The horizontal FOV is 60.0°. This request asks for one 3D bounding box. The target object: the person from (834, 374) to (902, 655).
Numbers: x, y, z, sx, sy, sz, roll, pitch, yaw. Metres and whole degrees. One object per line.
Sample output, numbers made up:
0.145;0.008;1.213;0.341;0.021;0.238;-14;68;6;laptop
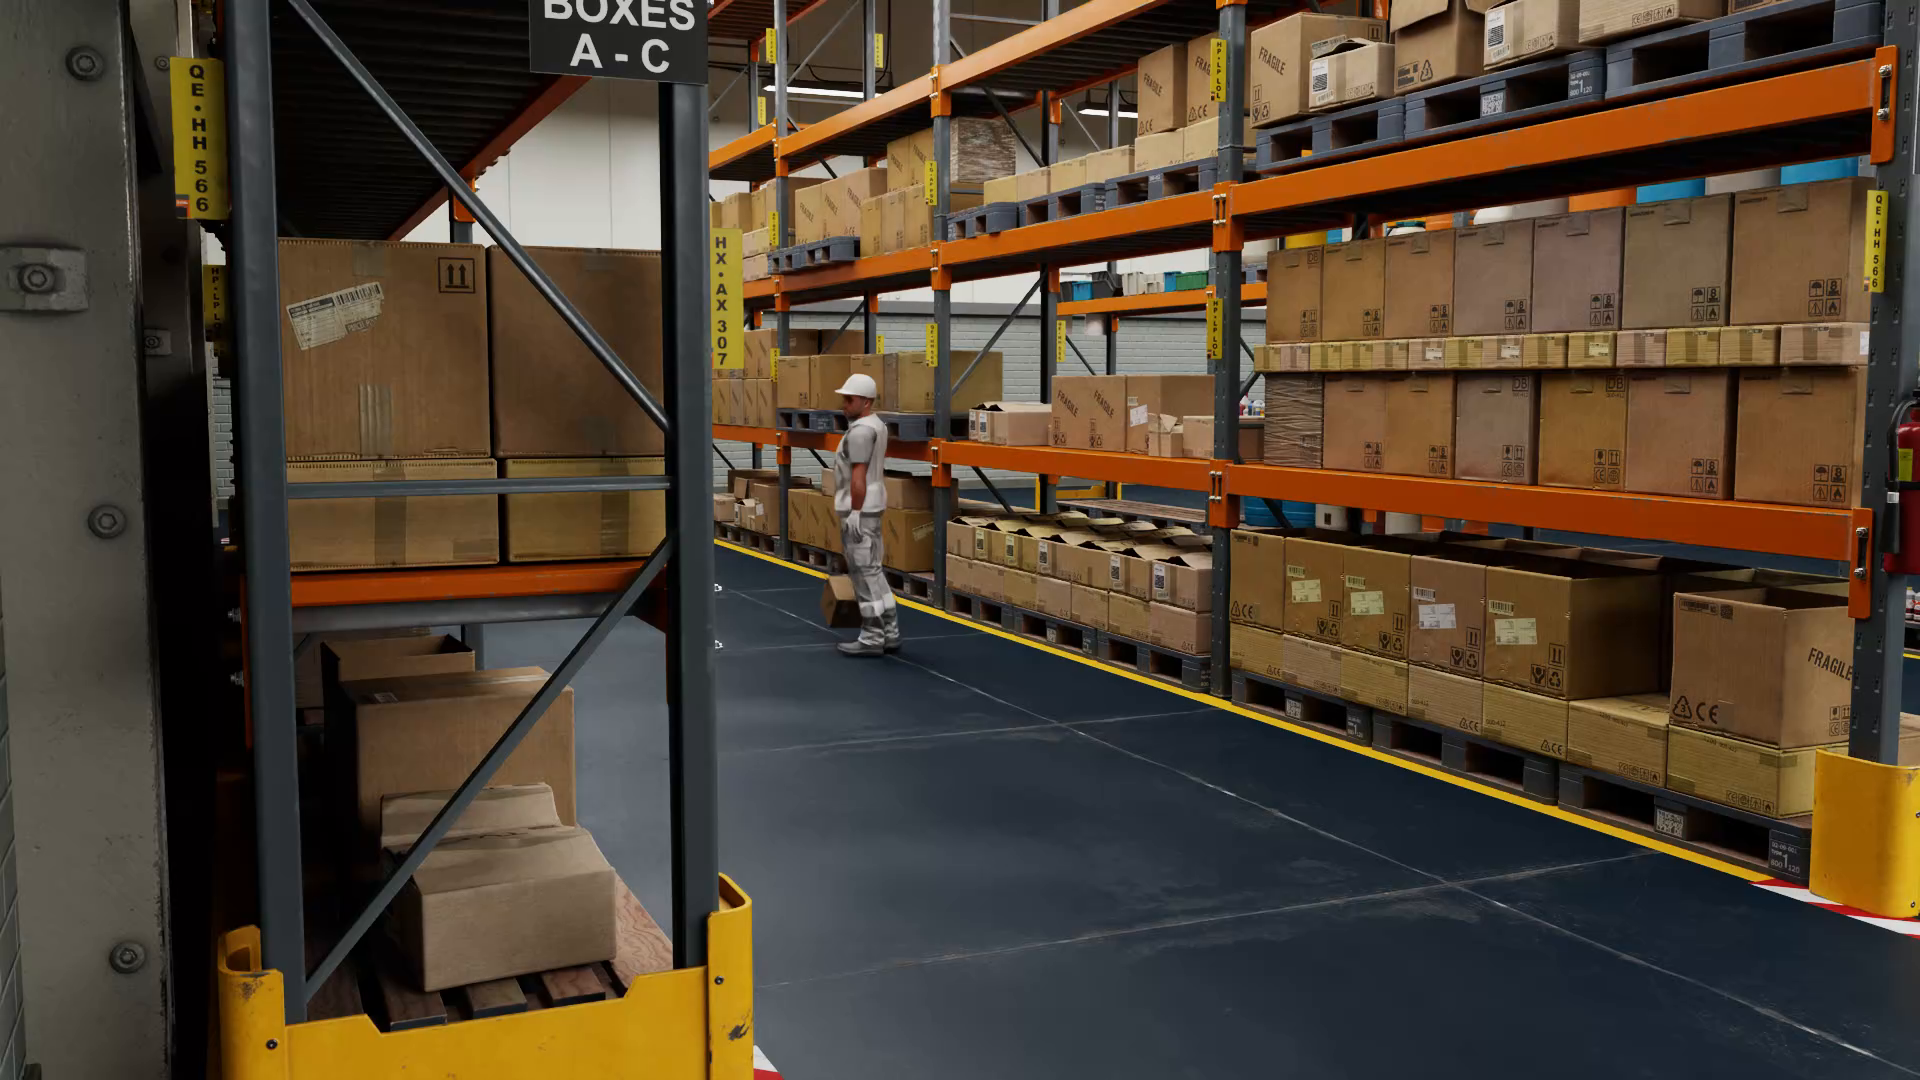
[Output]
-0.611;-0.166;10.656;0.418;1.787;0.660;1;5;13;person
